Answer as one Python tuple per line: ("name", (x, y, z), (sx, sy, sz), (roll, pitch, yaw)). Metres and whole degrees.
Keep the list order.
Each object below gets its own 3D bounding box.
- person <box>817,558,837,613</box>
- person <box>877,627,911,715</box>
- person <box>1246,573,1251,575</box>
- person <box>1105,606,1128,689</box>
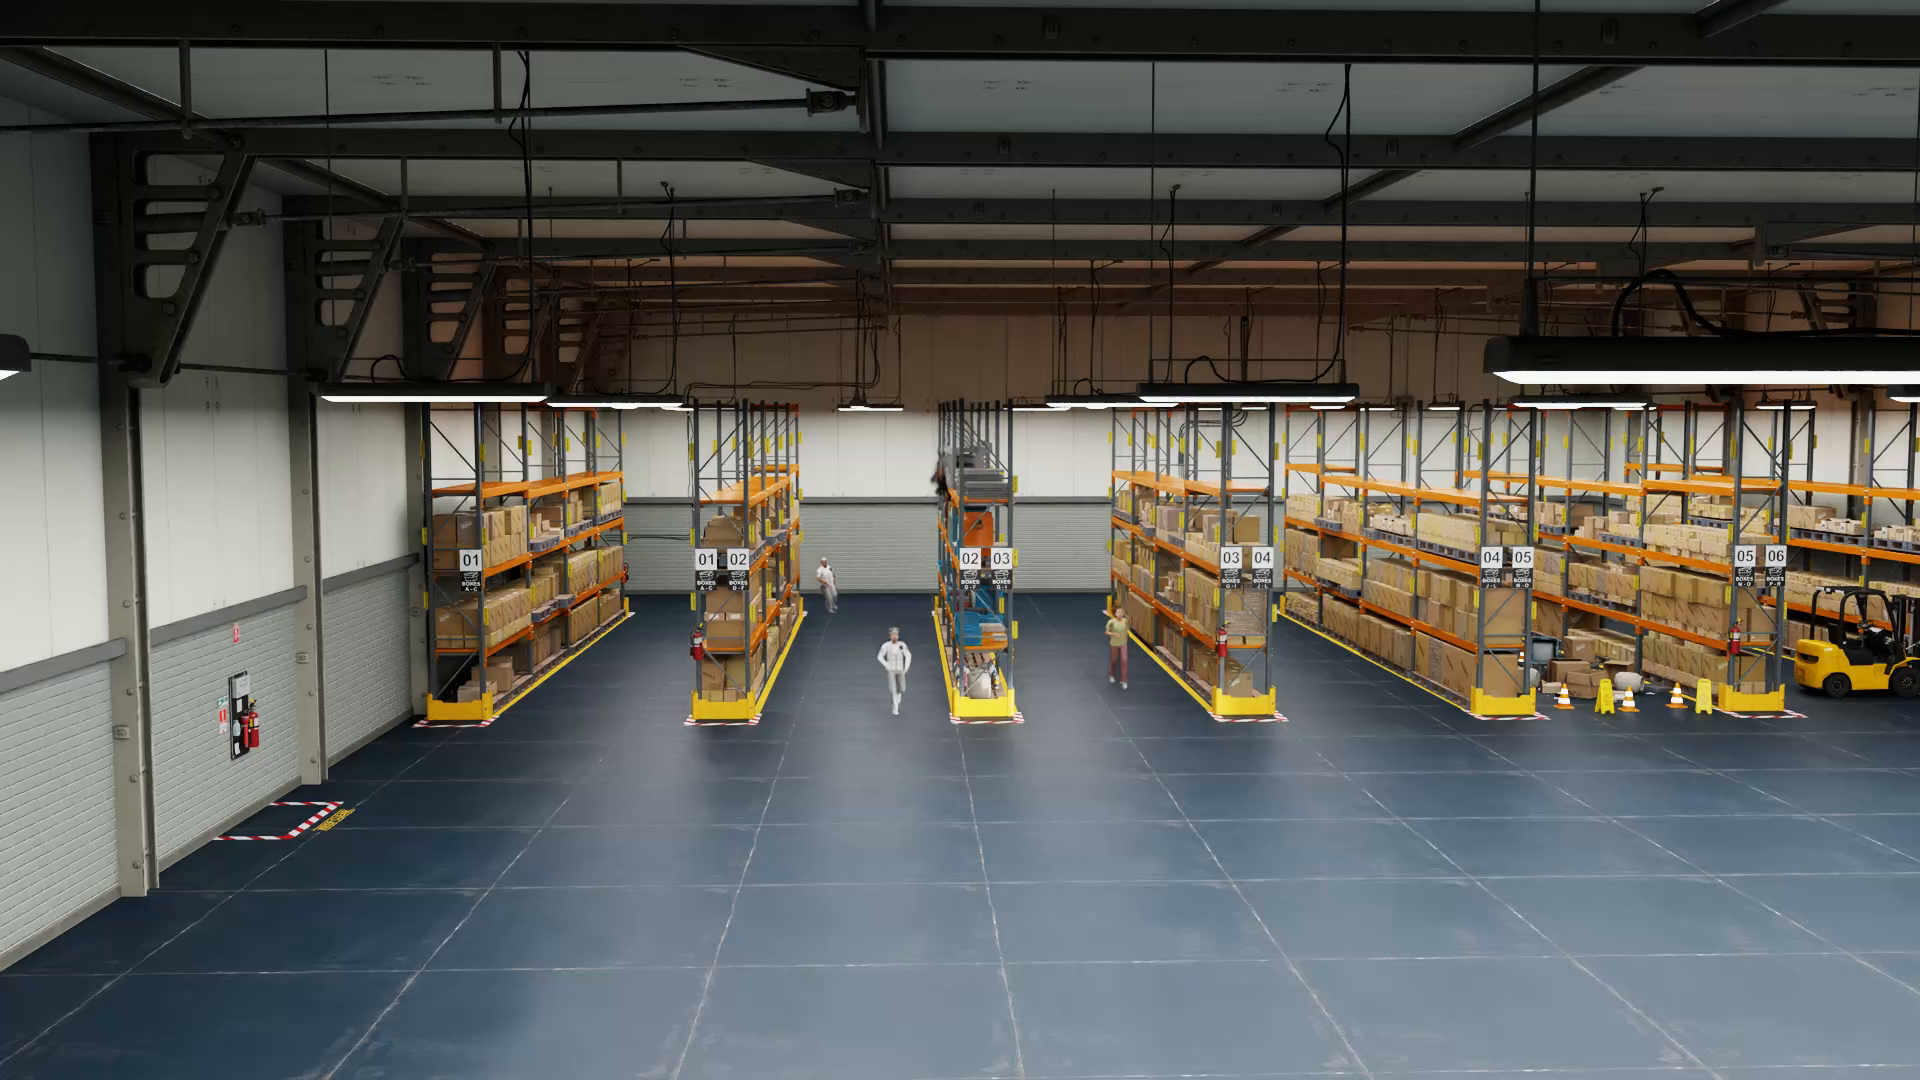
("person", (-3.787, 1.311, 47.609), (0.637, 1.602, 0.554), (-2, 5, -28))
("person", (-1.249, 2.492, 31.847), (0.662, 1.661, 0.523), (-1, 4, -15))
("person", (8.012, 1.275, 47.133), (0.718, 1.779, 0.664), (2, 5, 20))
("person", (3.300, 2.229, 34.931), (0.529, 1.696, 0.887), (0, 4, -6))
